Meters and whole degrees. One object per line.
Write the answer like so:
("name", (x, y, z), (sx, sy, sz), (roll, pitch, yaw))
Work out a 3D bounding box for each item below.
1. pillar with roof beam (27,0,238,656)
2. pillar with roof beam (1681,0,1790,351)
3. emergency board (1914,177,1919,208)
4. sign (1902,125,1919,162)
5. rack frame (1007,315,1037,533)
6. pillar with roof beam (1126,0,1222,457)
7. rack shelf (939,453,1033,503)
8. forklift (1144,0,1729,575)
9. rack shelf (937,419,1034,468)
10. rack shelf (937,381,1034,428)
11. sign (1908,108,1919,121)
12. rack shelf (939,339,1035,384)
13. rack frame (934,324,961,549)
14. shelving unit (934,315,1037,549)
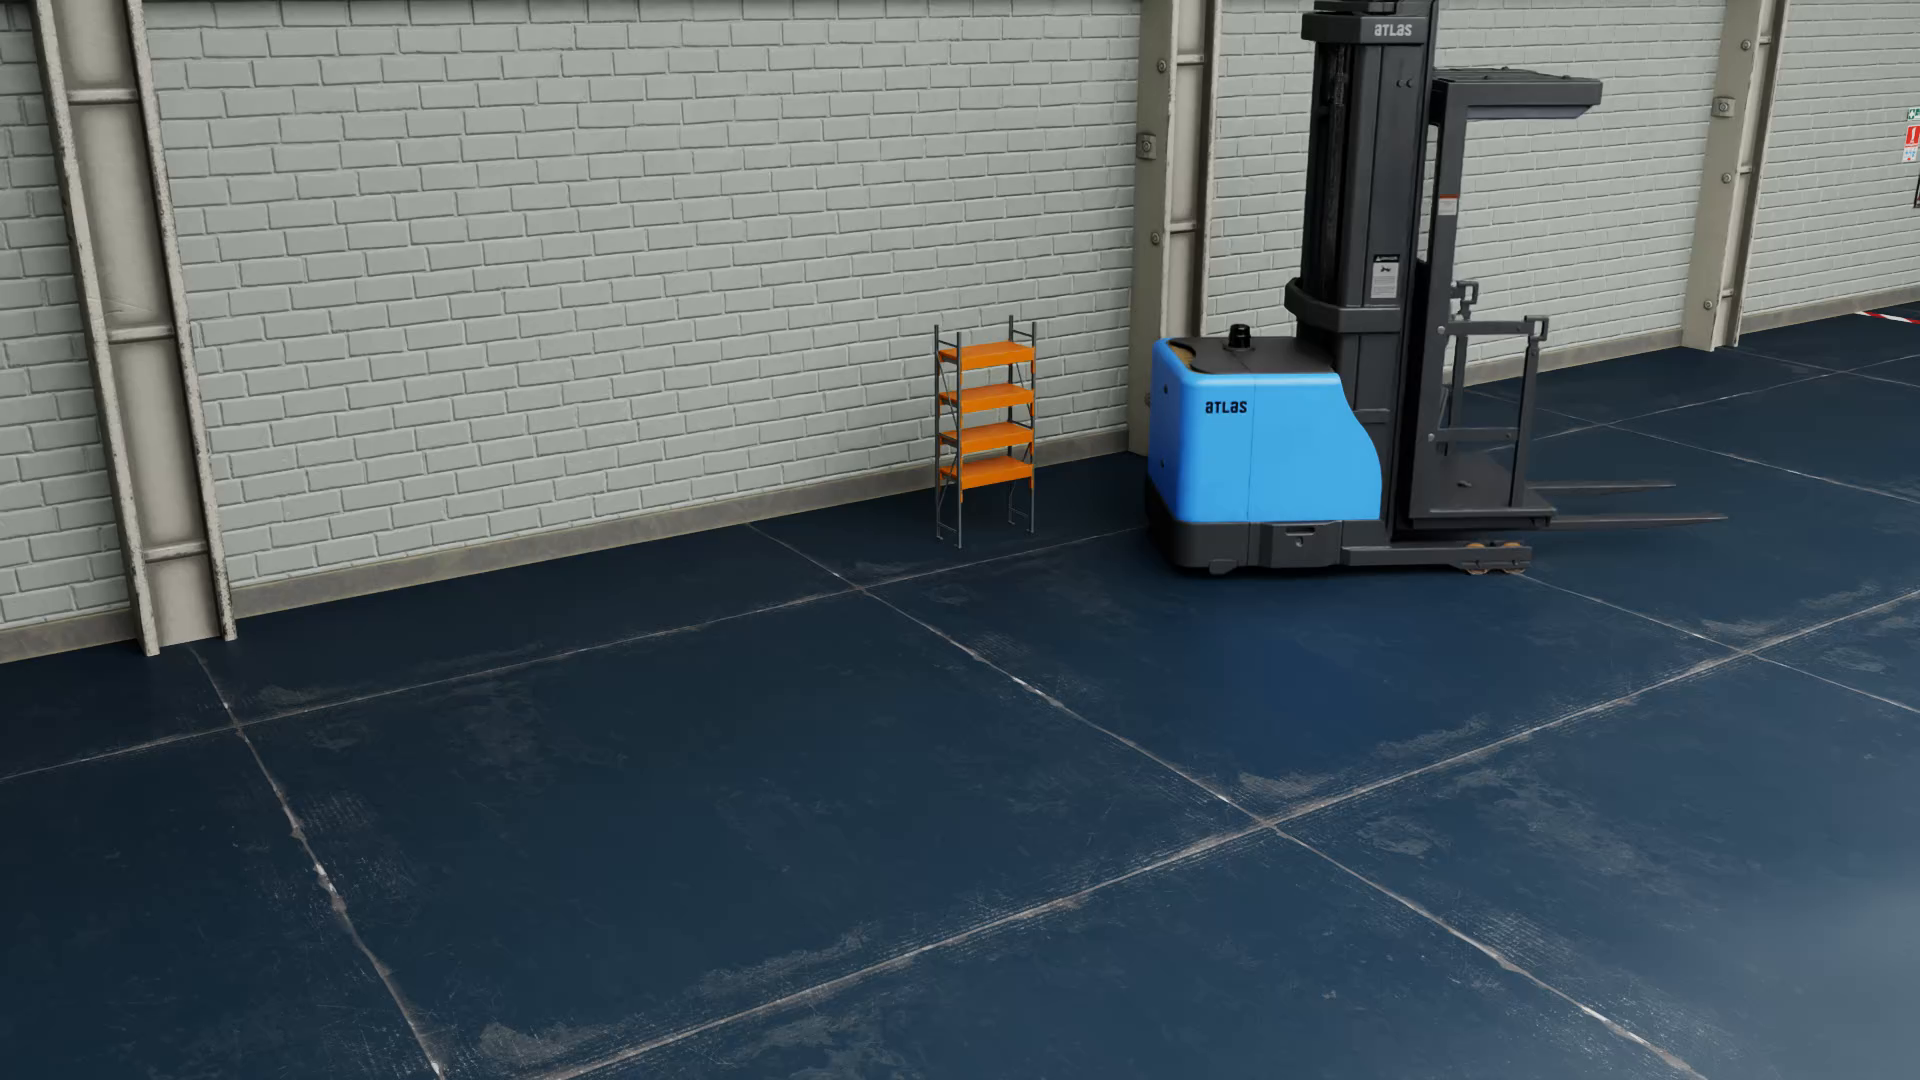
("pillar with roof beam", (-1.299, -2.651, 3.035), (0.400, 9.000, 9.100), (-12, 22, -31))
("pillar with roof beam", (8.724, -4.764, 9.287), (0.400, 9.000, 9.100), (-12, 22, -31))
("emergency board", (9.265, -3.709, 15.532), (0.626, 1.169, 0.157), (-12, 22, -31))
("sign", (8.764, -3.653, 15.310), (0.234, 0.329, 0.001), (-12, 22, -31))
("rack frame", (0.342, -0.641, 9.266), (0.015, 1.200, 0.240), (-12, 22, -31))
("pillar with roof beam", (3.713, -3.708, 6.161), (0.400, 9.000, 9.100), (-12, 22, -31))
("rack shelf", (0.138, -0.346, 9.224), (0.480, 0.148, 0.258), (-12, 22, -31))
("forklift", (2.588, -1.373, 8.728), (3.031, 2.935, 1.130), (-1, 19, -3))
("rack shelf", (0.138, -0.534, 9.160), (0.480, 0.148, 0.258), (-12, 22, -31))
("rack shelf", (0.138, -0.746, 9.089), (0.480, 0.148, 0.258), (-12, 22, -31))
("sign", (8.772, -3.902, 15.221), (0.331, 0.109, 0.001), (-12, 22, -31))
("rack shelf", (0.138, -0.970, 9.013), (0.480, 0.148, 0.258), (-12, 22, -31))
("rack frame", (-0.066, -0.555, 9.012), (0.015, 1.200, 0.240), (-12, 22, -31))
("shelving unit", (0.138, -0.598, 9.139), (0.503, 1.200, 0.258), (-12, 22, -31))
